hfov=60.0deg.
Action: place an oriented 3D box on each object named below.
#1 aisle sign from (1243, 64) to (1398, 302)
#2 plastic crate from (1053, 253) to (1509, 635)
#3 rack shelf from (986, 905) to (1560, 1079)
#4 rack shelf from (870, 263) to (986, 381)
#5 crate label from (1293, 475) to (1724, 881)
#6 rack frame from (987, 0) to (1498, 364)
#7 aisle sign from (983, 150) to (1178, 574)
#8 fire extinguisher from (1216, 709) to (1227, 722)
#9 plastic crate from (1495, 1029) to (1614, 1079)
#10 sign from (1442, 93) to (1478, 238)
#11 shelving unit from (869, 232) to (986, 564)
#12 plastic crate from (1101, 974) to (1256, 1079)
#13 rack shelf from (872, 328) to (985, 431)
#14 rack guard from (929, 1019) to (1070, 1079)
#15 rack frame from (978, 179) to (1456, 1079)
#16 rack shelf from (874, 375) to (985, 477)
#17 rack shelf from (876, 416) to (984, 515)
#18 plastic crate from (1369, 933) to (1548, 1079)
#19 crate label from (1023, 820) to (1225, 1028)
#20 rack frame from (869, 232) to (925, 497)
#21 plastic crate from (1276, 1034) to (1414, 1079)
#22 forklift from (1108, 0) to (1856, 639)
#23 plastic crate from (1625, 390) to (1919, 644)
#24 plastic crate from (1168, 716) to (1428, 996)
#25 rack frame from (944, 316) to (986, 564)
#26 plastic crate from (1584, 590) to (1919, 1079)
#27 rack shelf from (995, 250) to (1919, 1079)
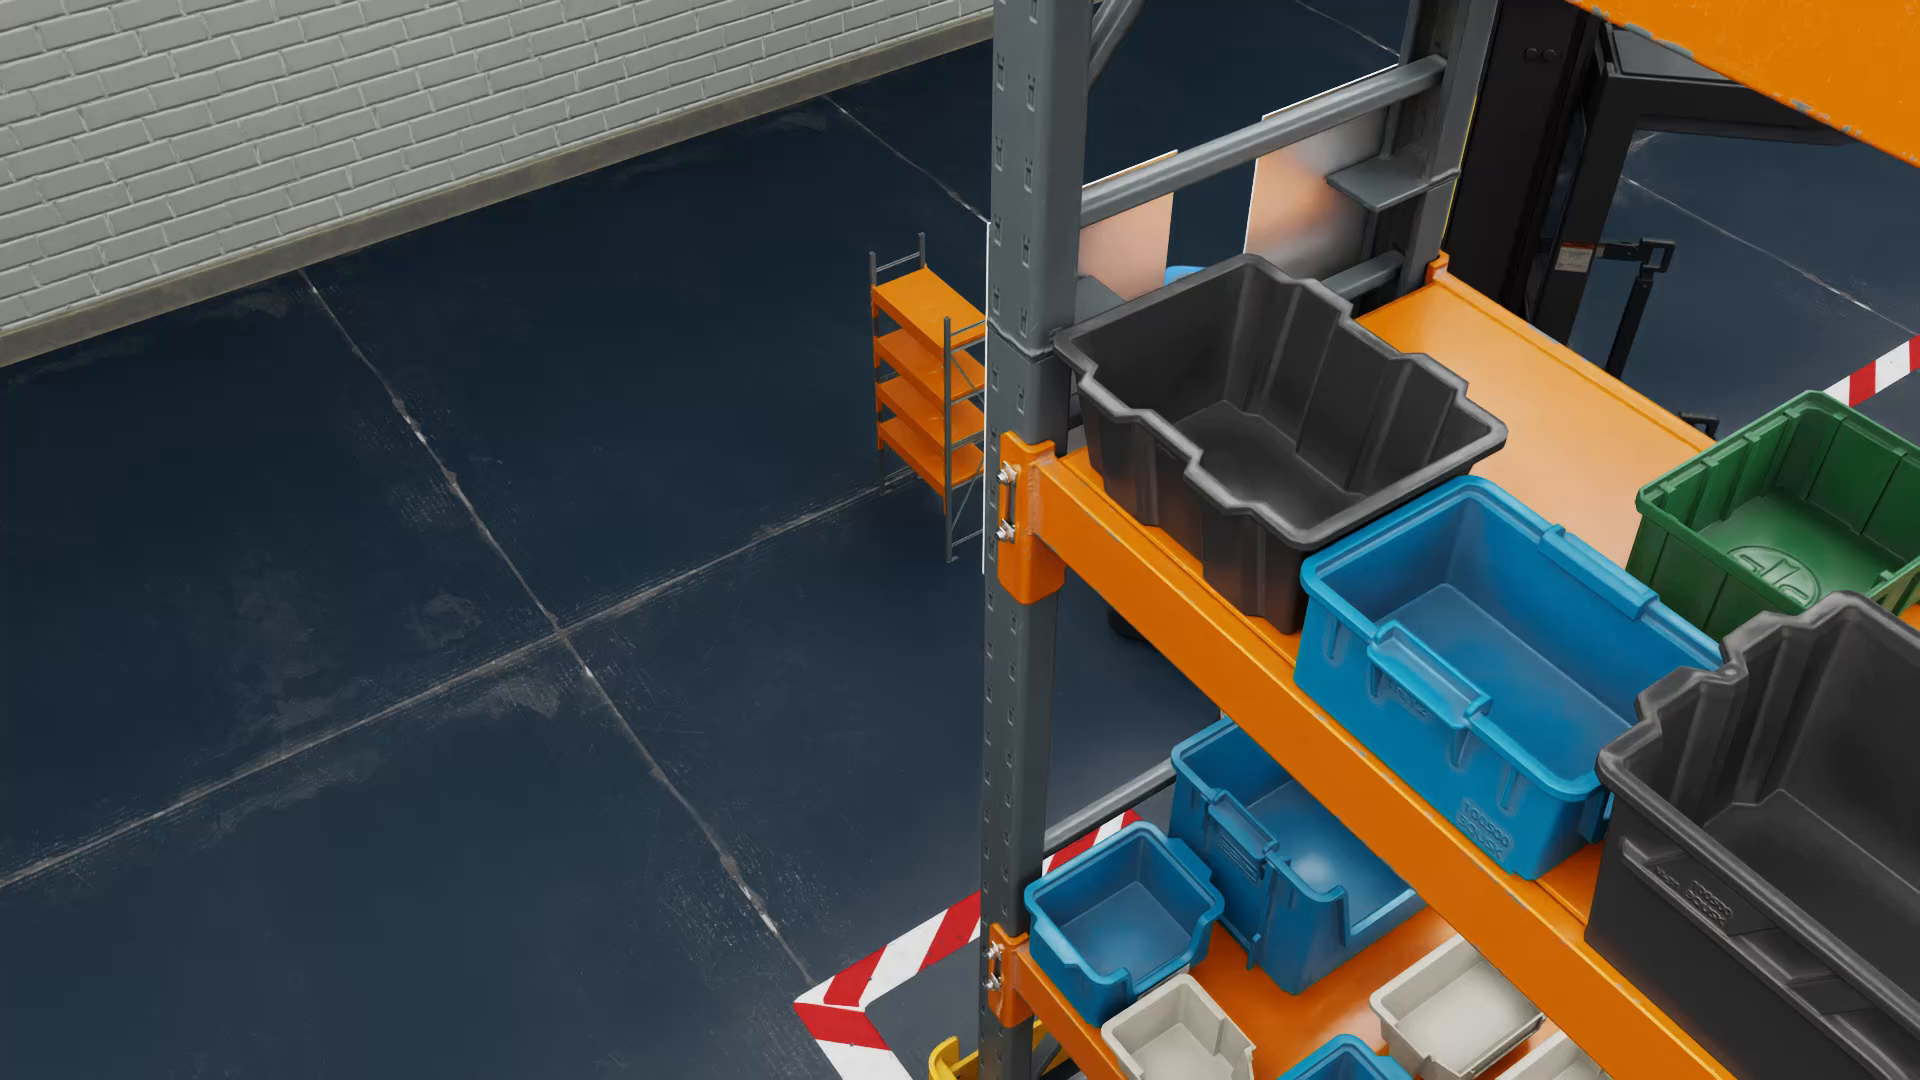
[{"bbox_3d":[0.690,-0.531,3.251,0.394,0.787,0.004,-26,49,-24],"label":"aisle sign"},{"bbox_3d":[0.482,-0.144,2.651,0.497,0.269,0.590,-26,49,-24],"label":"plastic crate"},{"bbox_3d":[1.635,1.959,3.047,1.077,0.370,4.000,-26,49,-24],"label":"rack shelf"},{"bbox_3d":[-0.095,-0.812,6.163,0.258,0.148,0.480,-26,49,-24],"label":"rack shelf"},{"bbox_3d":[0.754,0.185,2.320,0.408,0.251,0.502,-26,49,-24],"label":"crate label"},{"bbox_3d":[0.491,-1.604,1.914,1.000,3.000,0.127,-26,49,-24],"label":"rack frame"},{"bbox_3d":[0.206,-0.298,3.007,0.394,0.787,0.004,-26,49,-24],"label":"aisle sign"},{"bbox_3d":[0.777,0.464,4.418,0.296,0.674,0.183,-26,49,-24],"label":"fire extinguisher"},{"bbox_3d":[1.260,1.200,3.469,0.396,0.136,0.243,-26,49,-24],"label":"plastic crate"},{"bbox_3d":[0.933,-0.708,3.223,0.100,0.325,0.005,-26,49,-24],"label":"sign"},{"bbox_3d":[-0.095,-0.528,6.434,0.258,1.200,0.503,-26,49,-24],"label":"shelving unit"},{"bbox_3d":[0.478,1.124,3.548,0.250,0.136,0.298,-26,49,-24],"label":"plastic crate"},{"bbox_3d":[-0.095,-0.641,6.326,0.258,0.148,0.480,-26,49,-24],"label":"rack shelf"},{"bbox_3d":[0.466,1.461,4.857,1.175,0.500,0.348,-26,49,-24],"label":"rack guard"},{"bbox_3d":[0.491,0.566,3.985,1.000,3.000,0.127,-26,49,-24],"label":"rack frame"},{"bbox_3d":[-0.095,-0.479,6.480,0.258,0.148,0.480,-26,49,-24],"label":"rack shelf"},{"bbox_3d":[-0.095,-0.335,6.617,0.258,0.148,0.480,-26,49,-24],"label":"rack shelf"},{"bbox_3d":[1.106,1.030,3.647,0.396,0.136,0.243,-26,49,-24],"label":"plastic crate"},{"bbox_3d":[0.362,0.875,3.739,0.416,0.233,0.303,-26,49,-24],"label":"crate label"},{"bbox_3d":[-0.234,-0.666,6.579,0.240,1.200,0.015,-26,49,-24],"label":"rack frame"},{"bbox_3d":[0.739,1.247,3.349,0.416,0.233,0.300,-26,49,-24],"label":"plastic crate"},{"bbox_3d":[2.130,-0.833,5.500,3.031,2.935,1.130,7,44,7],"label":"forklift"},{"bbox_3d":[1.289,0.003,2.555,0.450,0.188,0.336,-26,49,-24],"label":"plastic crate"},{"bbox_3d":[0.836,0.647,3.831,0.616,0.435,0.499,-26,49,-24],"label":"plastic crate"},{"bbox_3d":[0.045,-0.390,6.289,0.240,1.200,0.015,-26,49,-24],"label":"rack frame"},{"bbox_3d":[1.139,0.477,1.951,0.504,0.338,0.767,-26,49,-24],"label":"plastic crate"},{"bbox_3d":[1.635,0.874,2.011,1.077,0.370,4.000,-26,49,-24],"label":"rack shelf"}]
